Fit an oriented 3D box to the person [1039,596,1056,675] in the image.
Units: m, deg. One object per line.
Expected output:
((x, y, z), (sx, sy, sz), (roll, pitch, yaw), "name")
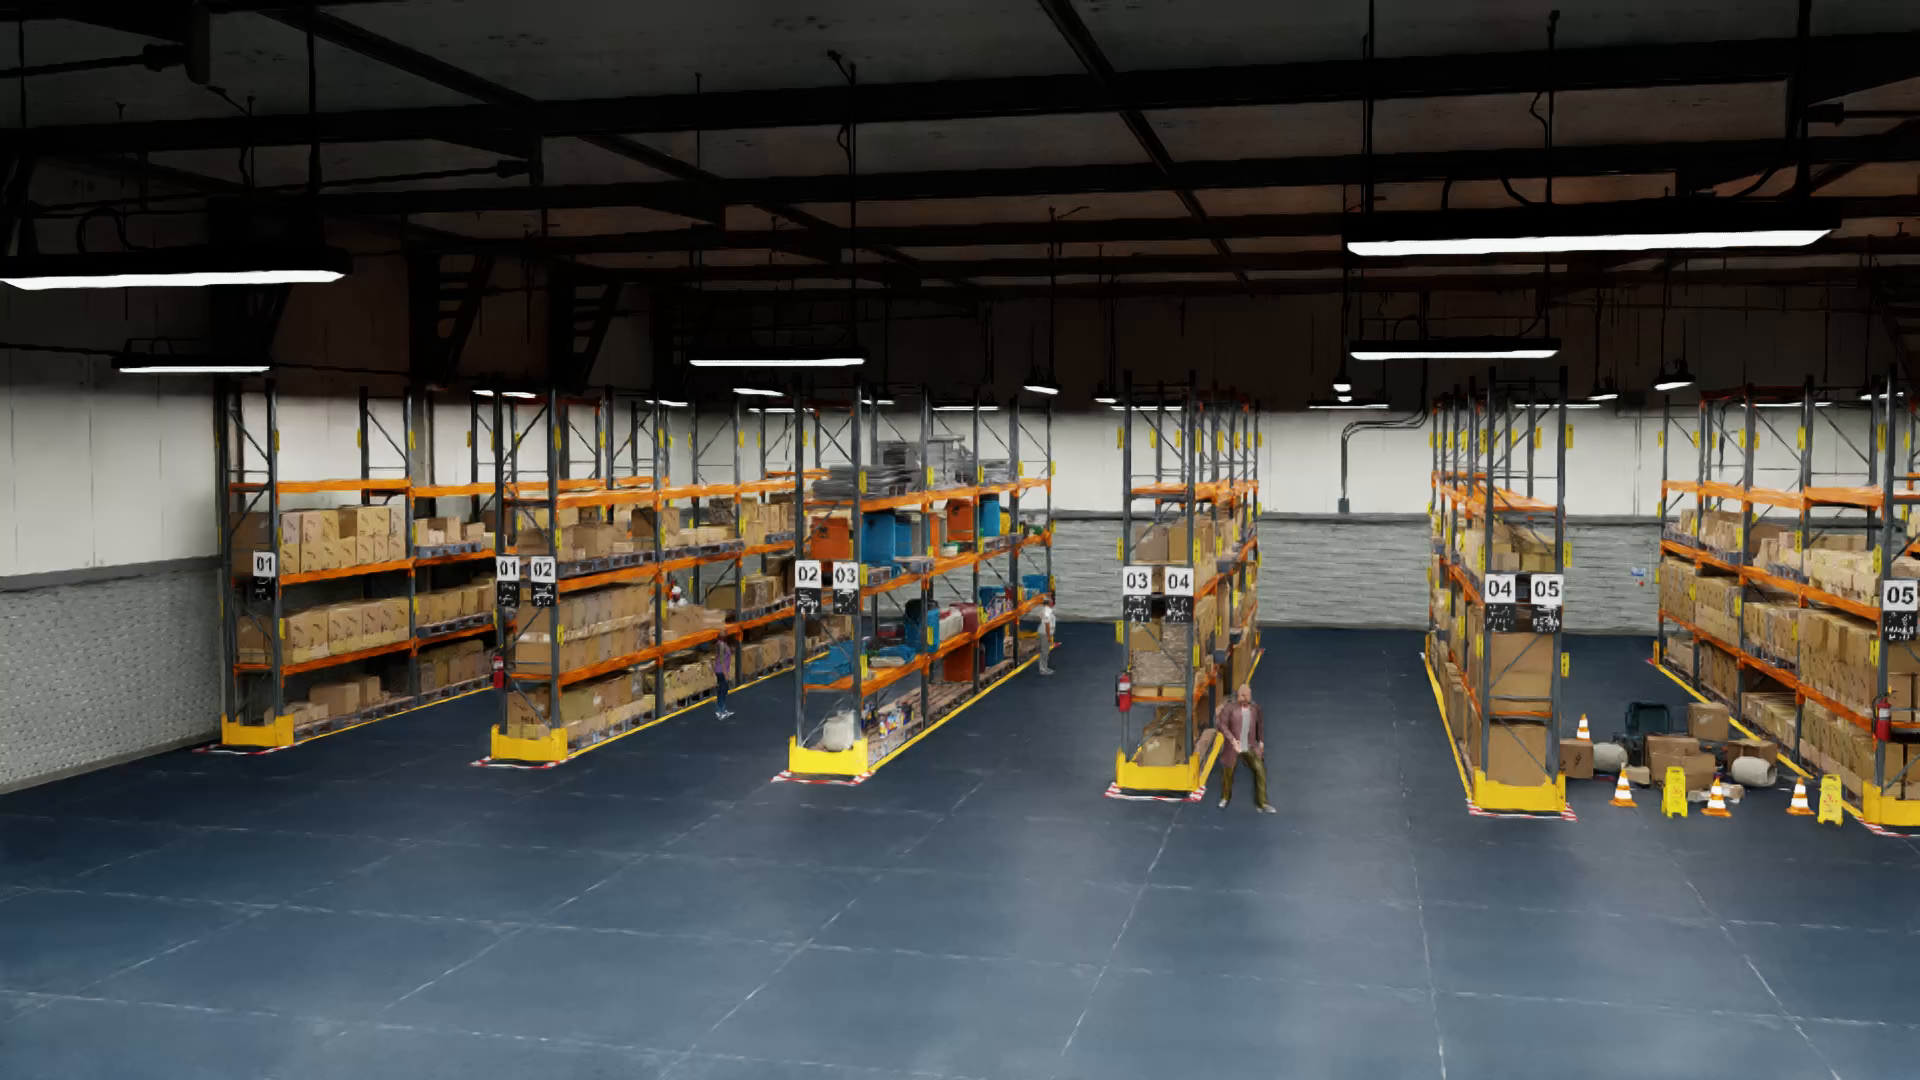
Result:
((1.861, 2.026, 35.581), (0.357, 1.675, 0.566), (0, 3, -2), "person")

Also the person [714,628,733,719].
((-4.283, 2.418, 30.115), (0.336, 1.631, 0.482), (-1, 4, -14), "person")

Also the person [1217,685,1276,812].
((3.821, 2.788, 22.444), (0.711, 1.719, 0.868), (0, 3, -5), "person")

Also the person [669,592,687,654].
((-6.382, 1.877, 37.806), (0.518, 1.601, 0.944), (1, 4, 15), "person")
